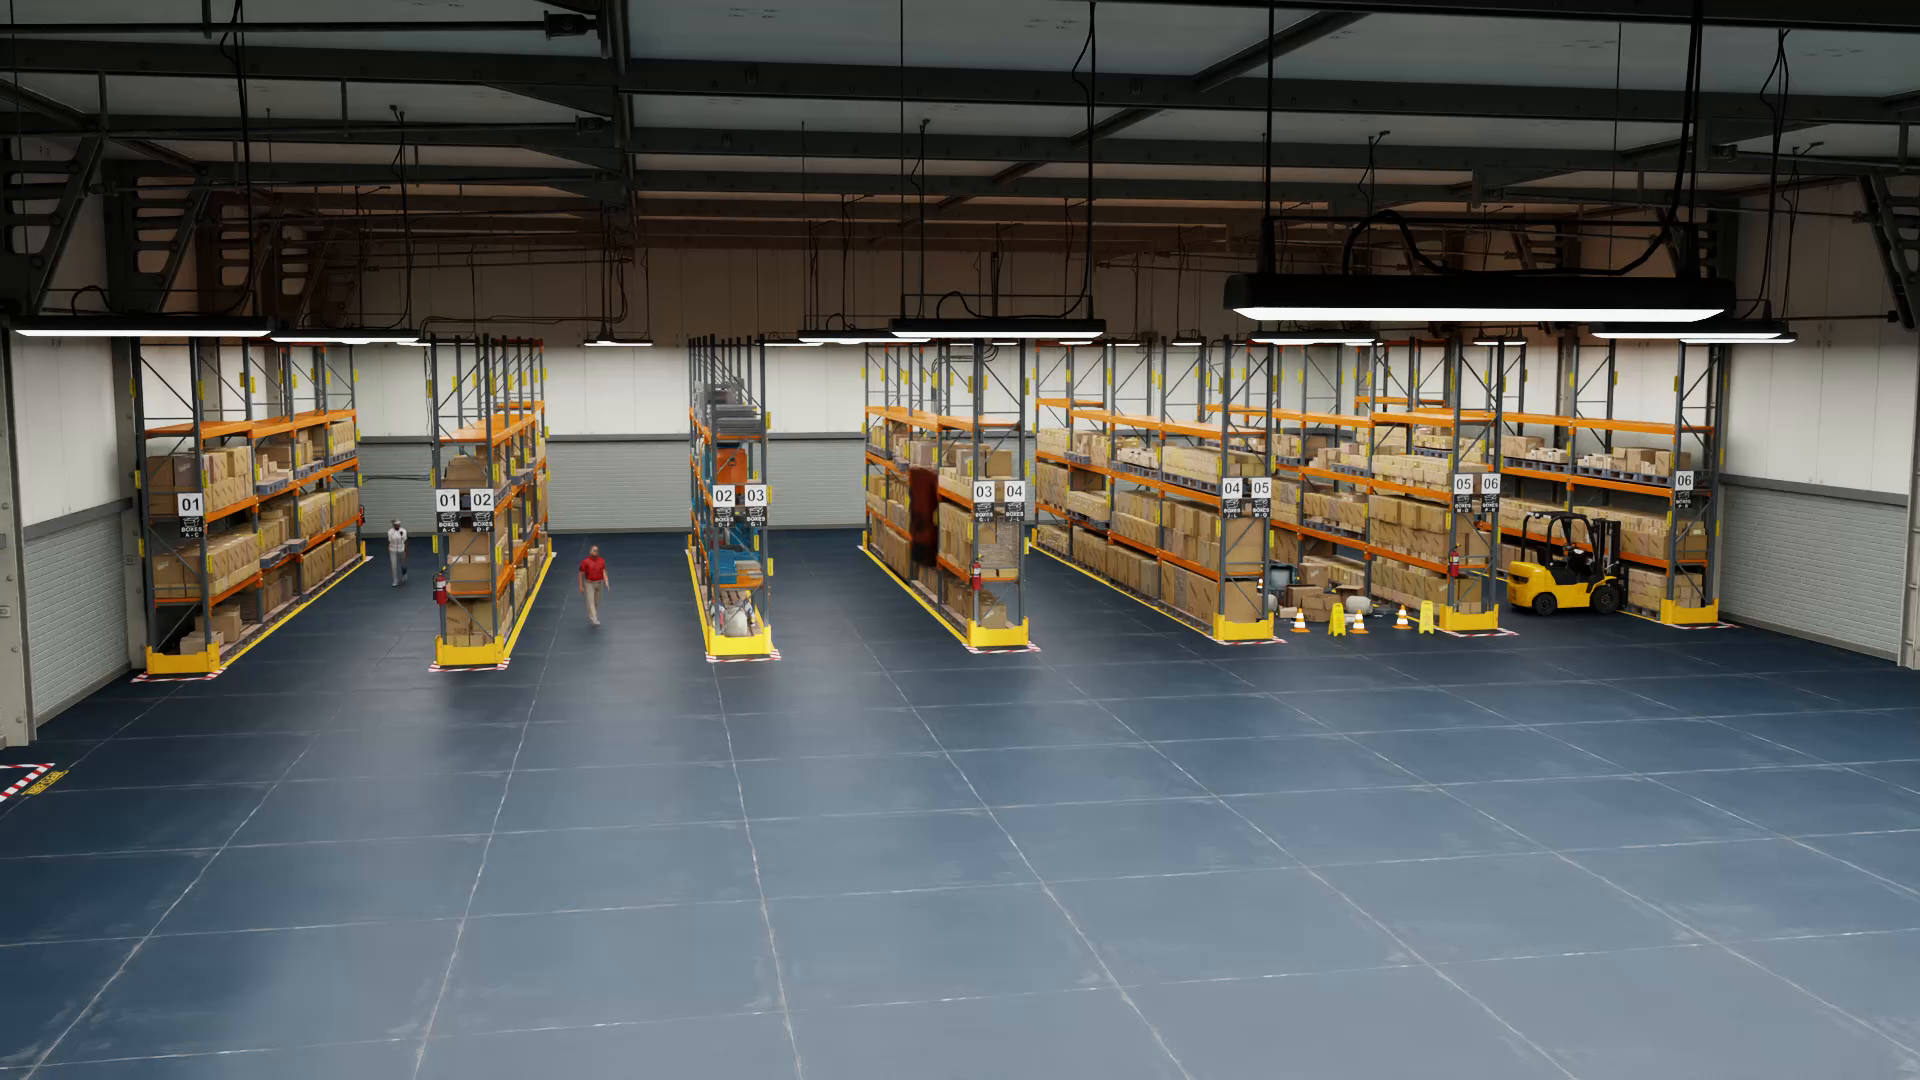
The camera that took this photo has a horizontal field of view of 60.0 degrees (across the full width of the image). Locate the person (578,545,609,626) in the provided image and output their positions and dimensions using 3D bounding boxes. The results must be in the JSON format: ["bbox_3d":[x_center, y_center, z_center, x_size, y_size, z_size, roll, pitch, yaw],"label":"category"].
[{"bbox_3d":[-7.533,0.940,34.326,0.583,1.667,1.077,-6,9,-40],"label":"person"}]

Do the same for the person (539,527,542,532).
[{"bbox_3d":[-12.858,-0.844,49.986,1.116,1.710,0.550,1,7,8],"label":"person"}]

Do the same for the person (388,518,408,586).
[{"bbox_3d":[-13.682,0.263,40.499,0.451,1.627,0.863,-2,7,-13],"label":"person"}]
